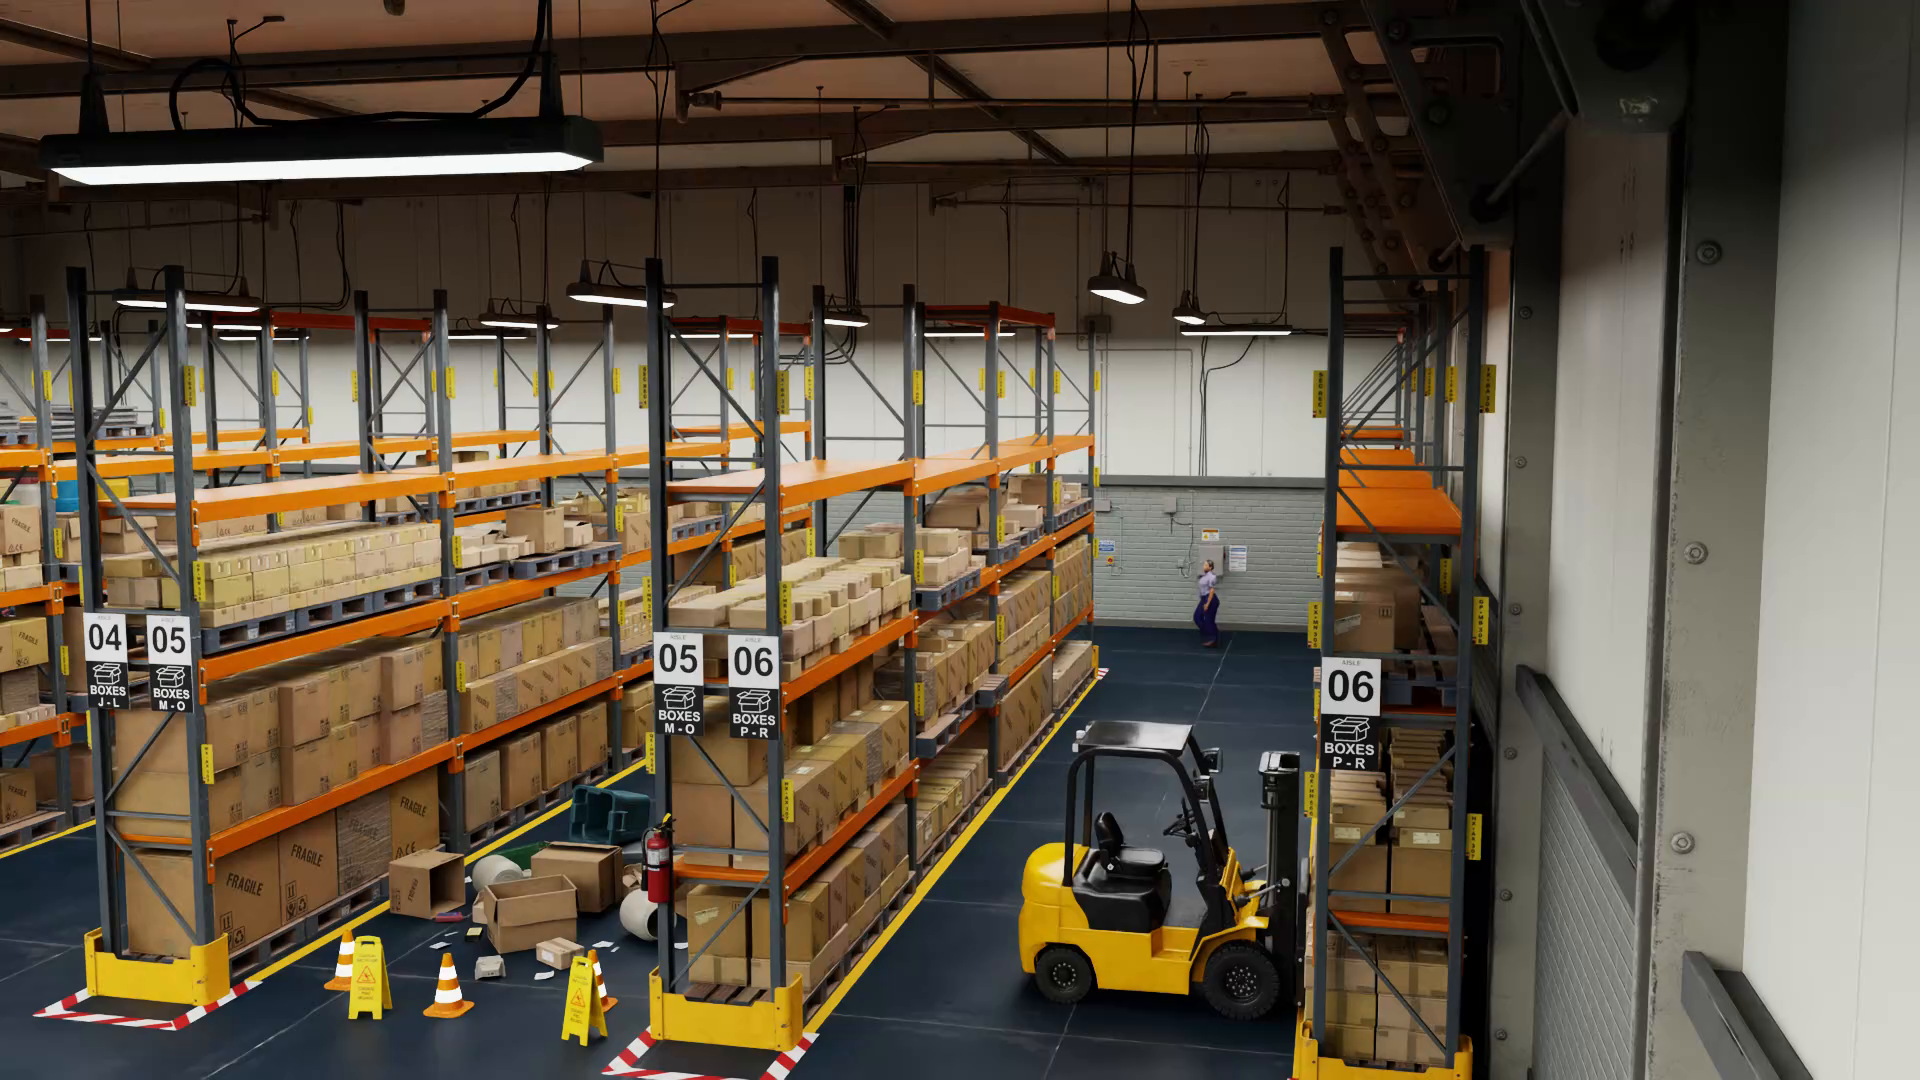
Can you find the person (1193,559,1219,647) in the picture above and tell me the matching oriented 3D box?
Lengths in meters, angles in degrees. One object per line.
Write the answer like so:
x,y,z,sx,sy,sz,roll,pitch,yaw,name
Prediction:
4.632,1.207,31.237,0.449,1.674,0.499,0,6,-4,person
